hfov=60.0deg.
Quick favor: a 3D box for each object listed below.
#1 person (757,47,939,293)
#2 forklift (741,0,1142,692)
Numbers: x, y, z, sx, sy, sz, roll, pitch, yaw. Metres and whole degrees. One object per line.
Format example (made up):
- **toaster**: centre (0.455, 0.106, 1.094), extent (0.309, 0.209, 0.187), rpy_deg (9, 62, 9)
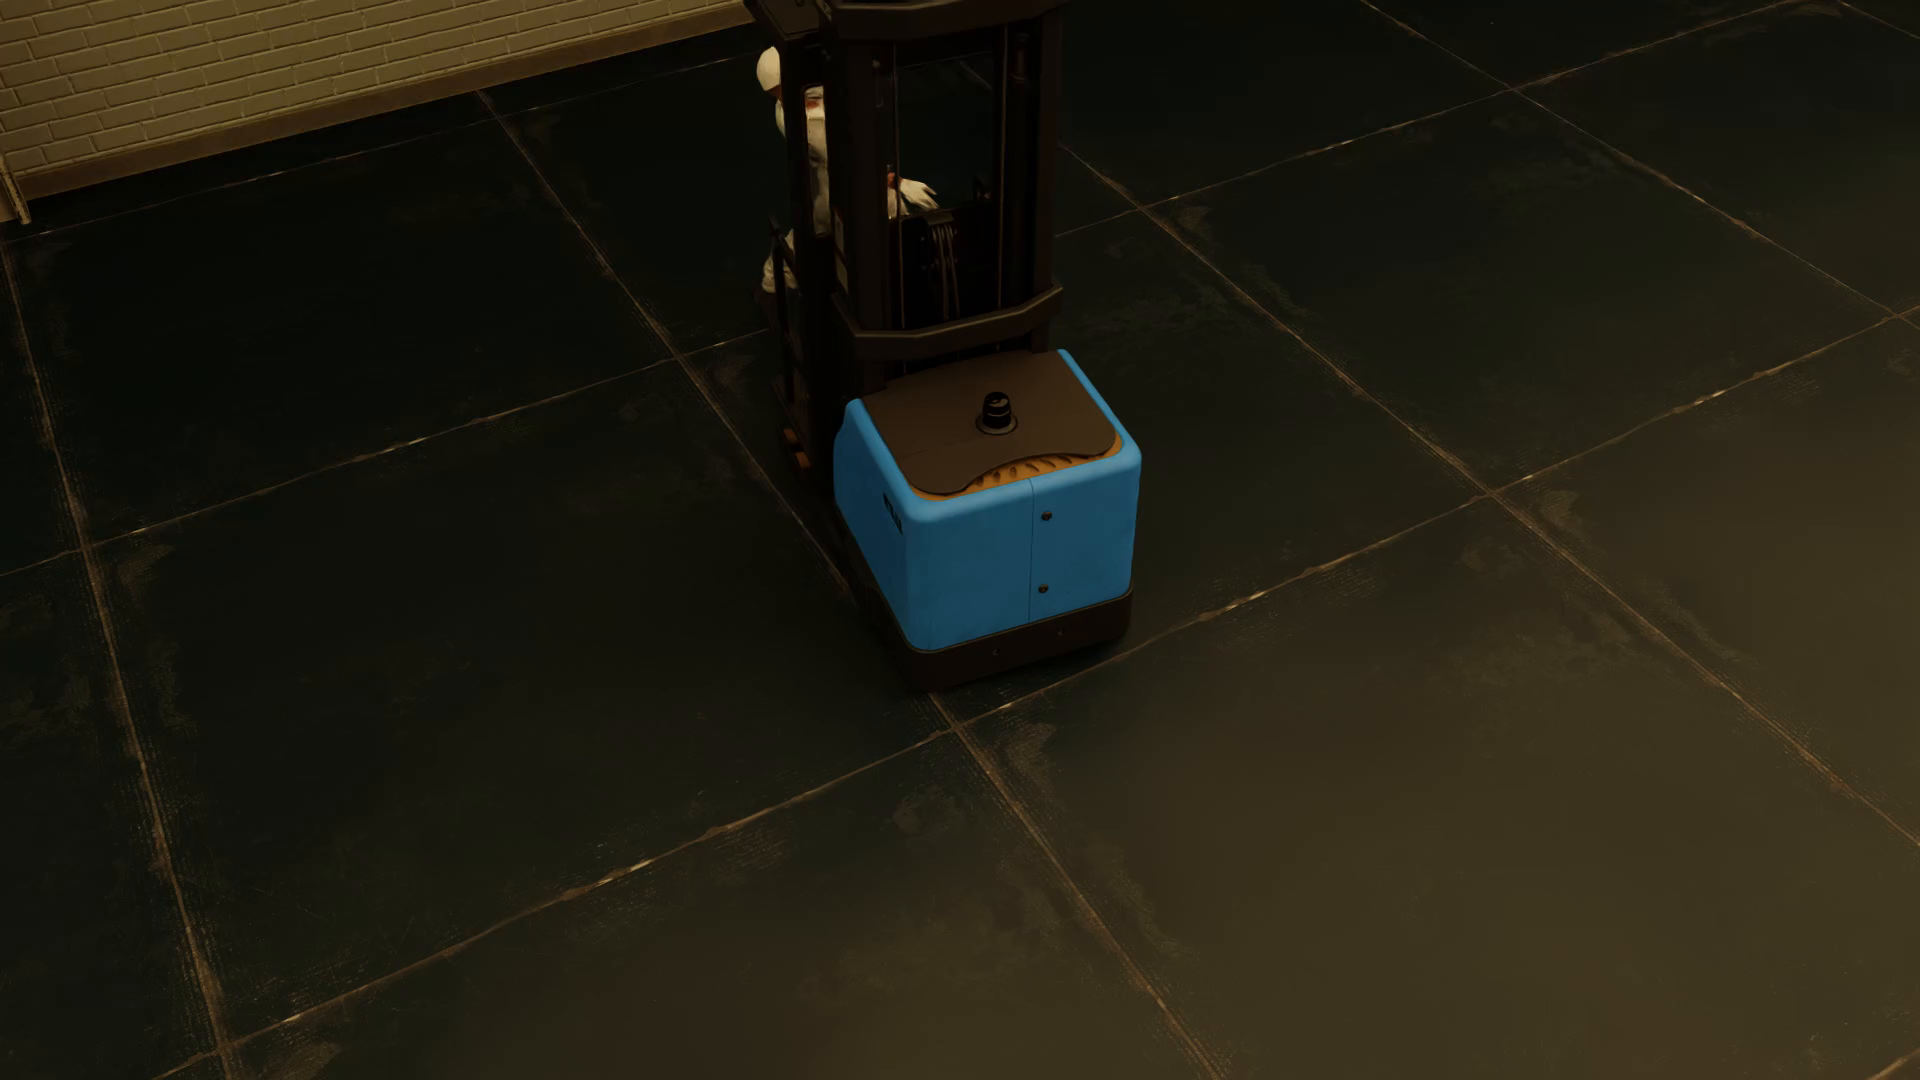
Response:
- **person**: centre (-0.486, -1.739, 8.461), extent (0.779, 1.557, 1.035), rpy_deg (-29, 50, -27)
- **forklift**: centre (-0.266, -1.445, 7.256), extent (1.130, 2.935, 3.031), rpy_deg (-15, 45, -16)
